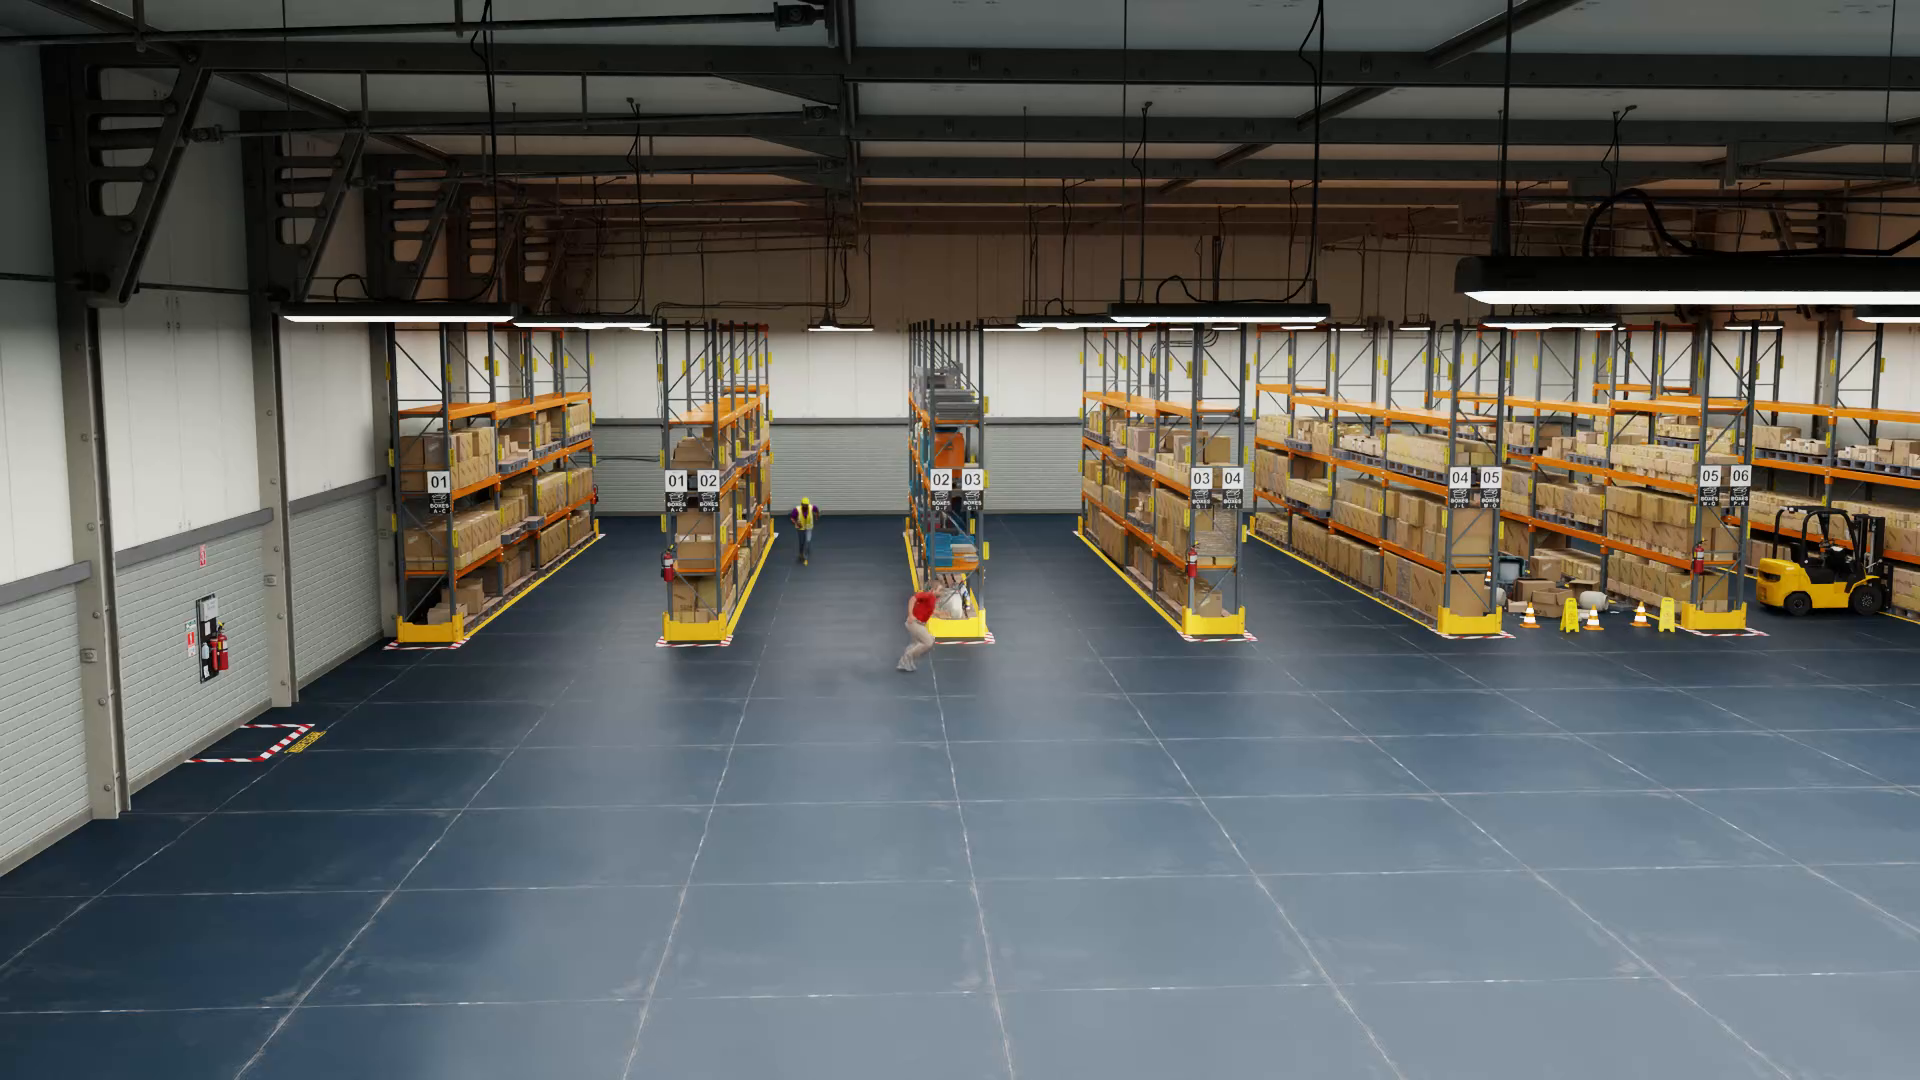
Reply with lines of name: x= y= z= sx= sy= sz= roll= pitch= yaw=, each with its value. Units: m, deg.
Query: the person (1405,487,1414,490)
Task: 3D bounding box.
person: x=12.063 y=-0.562 z=44.317 sx=0.598 sy=1.658 sz=0.942 roll=-4 pitch=8 yaw=-26

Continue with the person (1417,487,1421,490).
person: x=14.212 y=-1.339 z=50.979 sx=0.860 sy=1.506 sz=0.528 roll=-3 pitch=8 yaw=-22

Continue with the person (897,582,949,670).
person: x=-0.645 y=1.474 z=28.195 sx=0.921 sy=1.551 sz=0.697 roll=2 pitch=7 yaw=14

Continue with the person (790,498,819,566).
person: x=-3.918 y=-0.246 z=41.745 sx=0.739 sy=1.714 sz=1.054 roll=-2 pitch=7 yaw=-15
